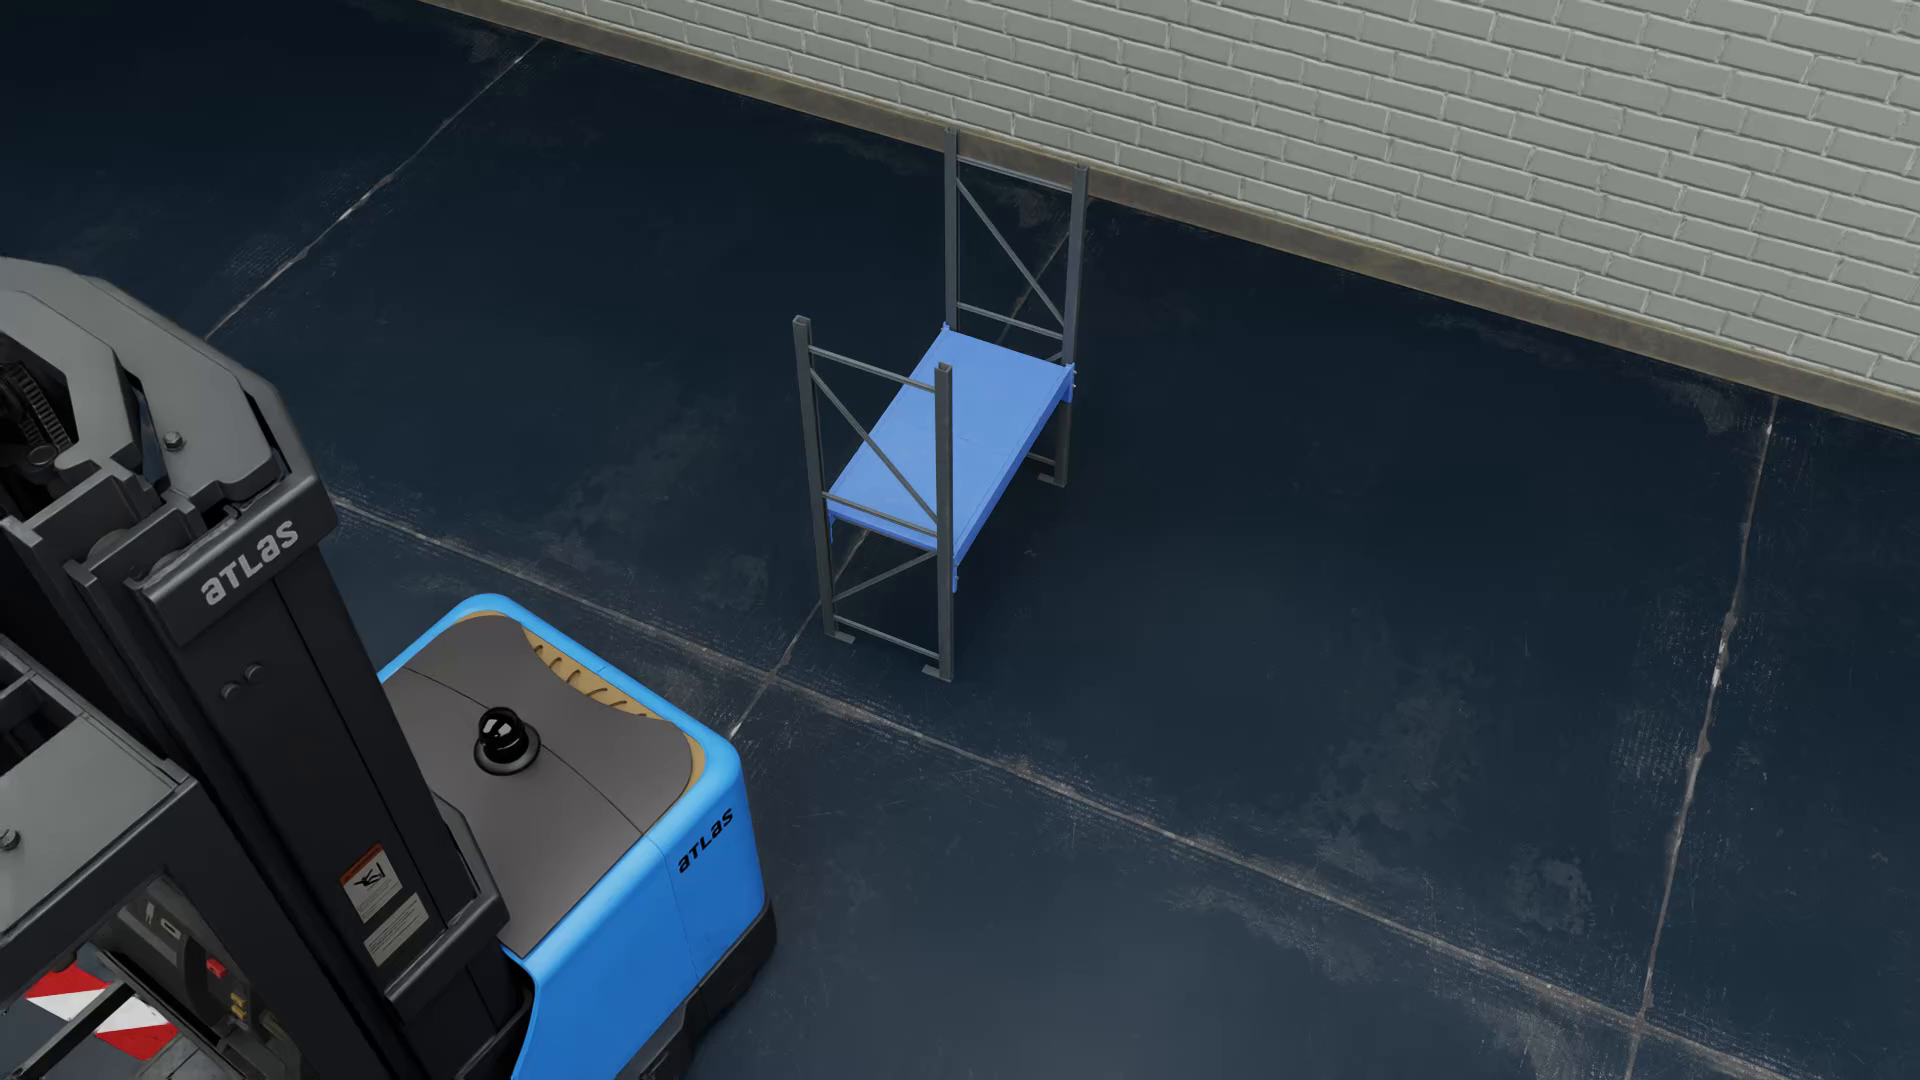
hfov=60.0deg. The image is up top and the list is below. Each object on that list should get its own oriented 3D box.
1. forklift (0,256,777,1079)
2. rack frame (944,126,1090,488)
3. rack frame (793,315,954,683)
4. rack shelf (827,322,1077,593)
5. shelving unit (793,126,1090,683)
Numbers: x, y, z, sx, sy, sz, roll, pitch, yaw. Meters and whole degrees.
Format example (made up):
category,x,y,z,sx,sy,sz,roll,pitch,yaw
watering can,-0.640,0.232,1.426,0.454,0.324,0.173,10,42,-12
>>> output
category,x,y,z,sx,sy,sz,roll,pitch,yaw
forklift,-1.834,0.998,3.477,1.130,2.935,3.031,29,55,22
rack frame,0.181,-0.777,5.927,0.500,1.500,0.032,20,52,16
rack frame,-0.254,-0.077,5.331,0.500,1.500,0.032,20,52,16
rack shelf,-0.036,-0.311,5.766,0.538,0.185,1.000,20,52,16
shelving unit,-0.036,-0.427,5.629,0.538,1.500,1.048,20,52,16
